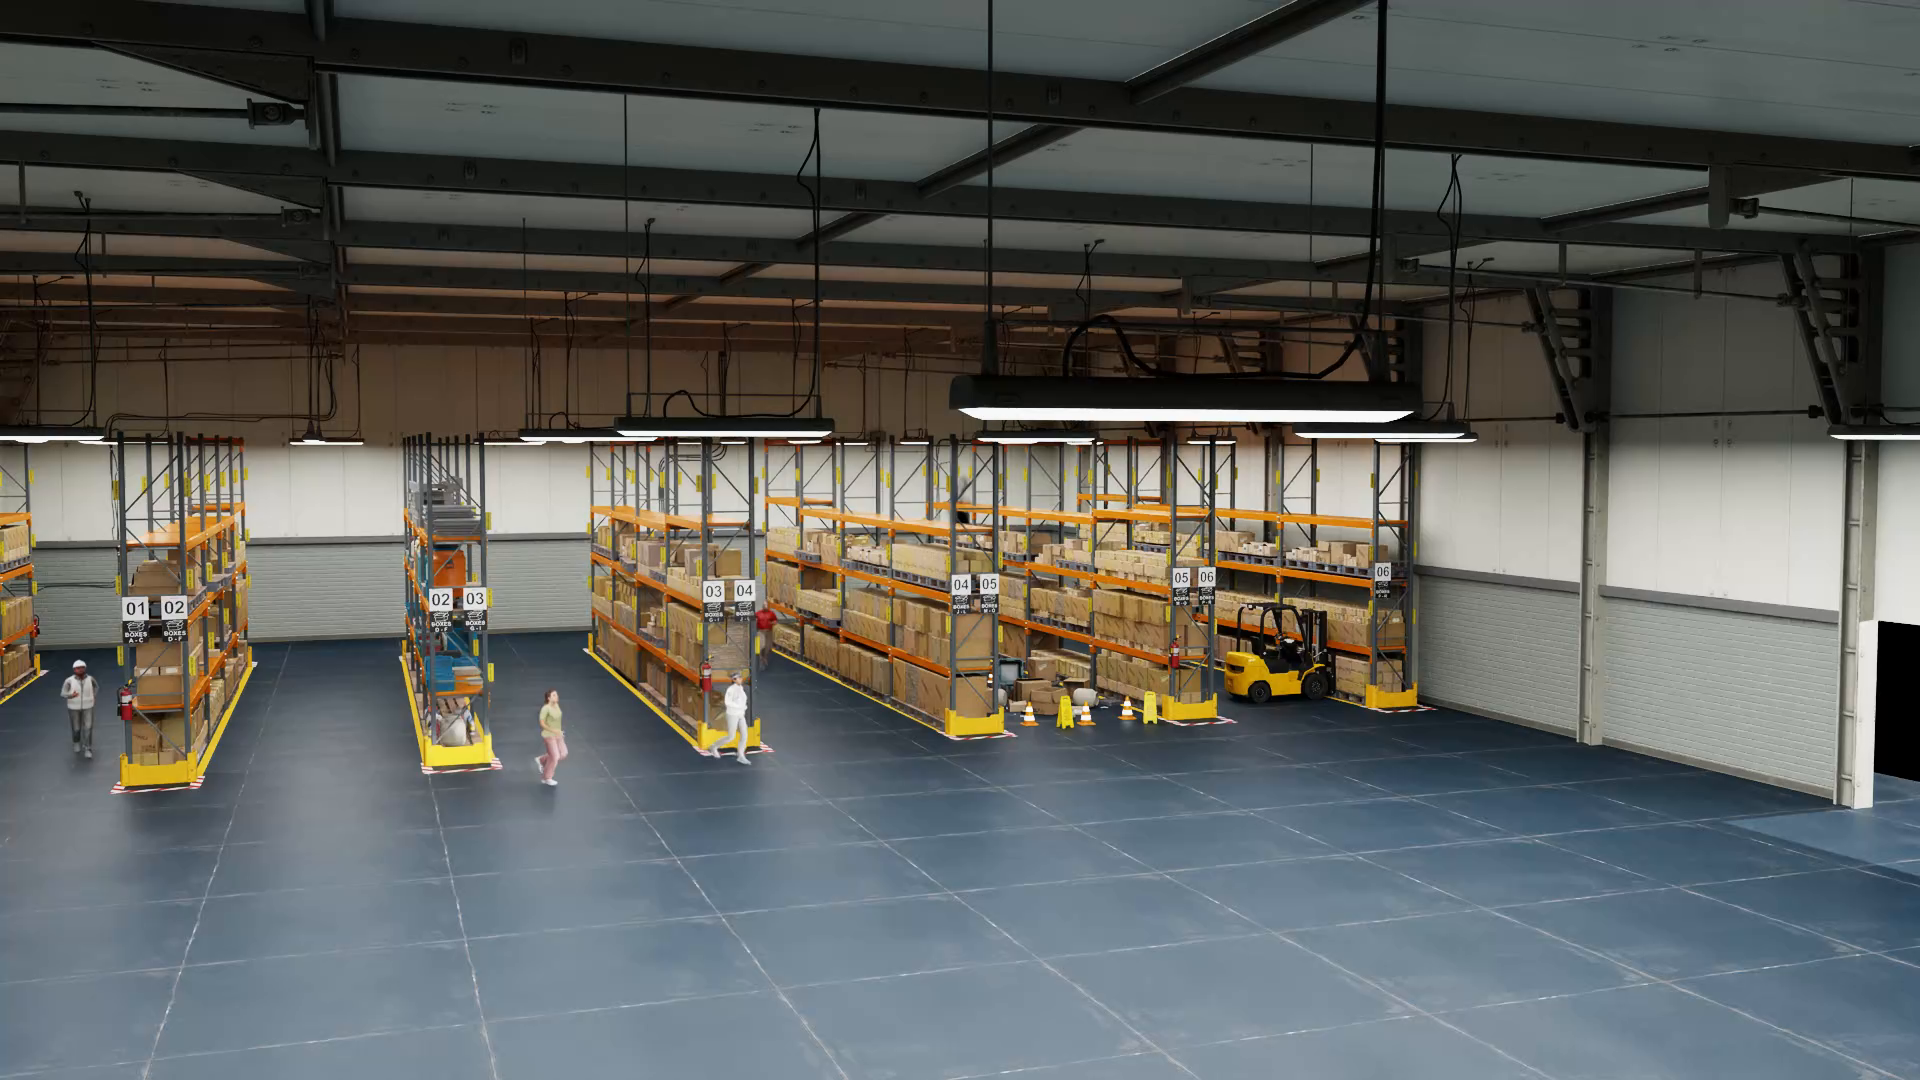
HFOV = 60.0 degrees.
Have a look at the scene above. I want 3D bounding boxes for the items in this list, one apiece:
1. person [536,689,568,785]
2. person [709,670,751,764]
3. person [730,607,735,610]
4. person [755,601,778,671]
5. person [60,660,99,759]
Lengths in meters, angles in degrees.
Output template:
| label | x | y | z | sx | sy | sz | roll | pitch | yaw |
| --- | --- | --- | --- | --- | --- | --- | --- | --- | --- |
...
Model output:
| label | x | y | z | sx | sy | sz | roll | pitch | yaw |
| --- | --- | --- | --- | --- | --- | --- | --- | --- | --- |
| person | -6.976 | 3.344 | 28.342 | 0.613 | 1.632 | 0.597 | 1 | 3 | 20 |
| person | -4.130 | 3.212 | 30.296 | 0.810 | 1.700 | 0.628 | 1 | 3 | 23 |
| person | -6.189 | 2.277 | 46.089 | 0.656 | 1.775 | 0.844 | -1 | 3 | -12 |
| person | -5.051 | 2.481 | 43.092 | 0.637 | 1.796 | 0.798 | -1 | 3 | -21 |
| person | -16.221 | 3.102 | 30.690 | 0.661 | 1.767 | 0.906 | -2 | 4 | -34 |
